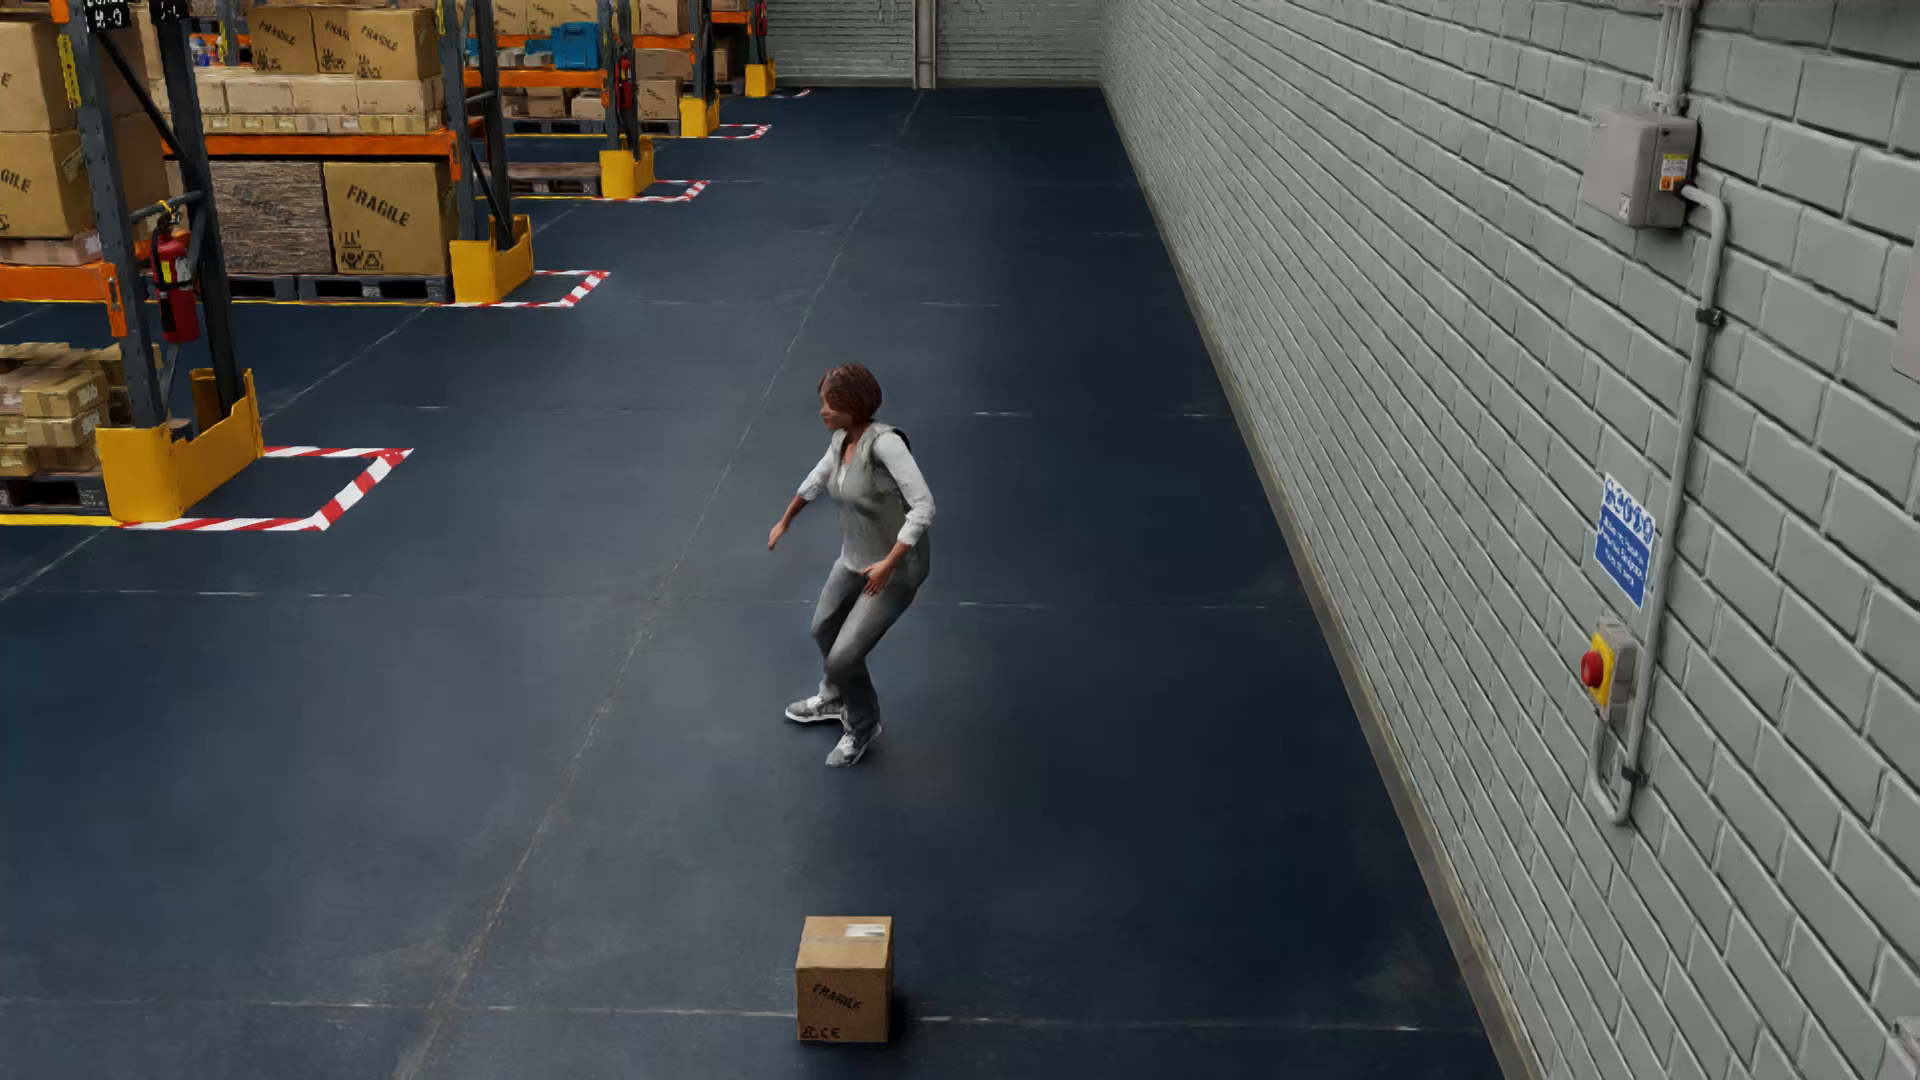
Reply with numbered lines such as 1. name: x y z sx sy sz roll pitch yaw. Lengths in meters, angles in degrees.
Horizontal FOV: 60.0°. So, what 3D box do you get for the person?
1. person: -0.388 0.096 6.015 0.457 1.532 0.795 -15 26 -34
